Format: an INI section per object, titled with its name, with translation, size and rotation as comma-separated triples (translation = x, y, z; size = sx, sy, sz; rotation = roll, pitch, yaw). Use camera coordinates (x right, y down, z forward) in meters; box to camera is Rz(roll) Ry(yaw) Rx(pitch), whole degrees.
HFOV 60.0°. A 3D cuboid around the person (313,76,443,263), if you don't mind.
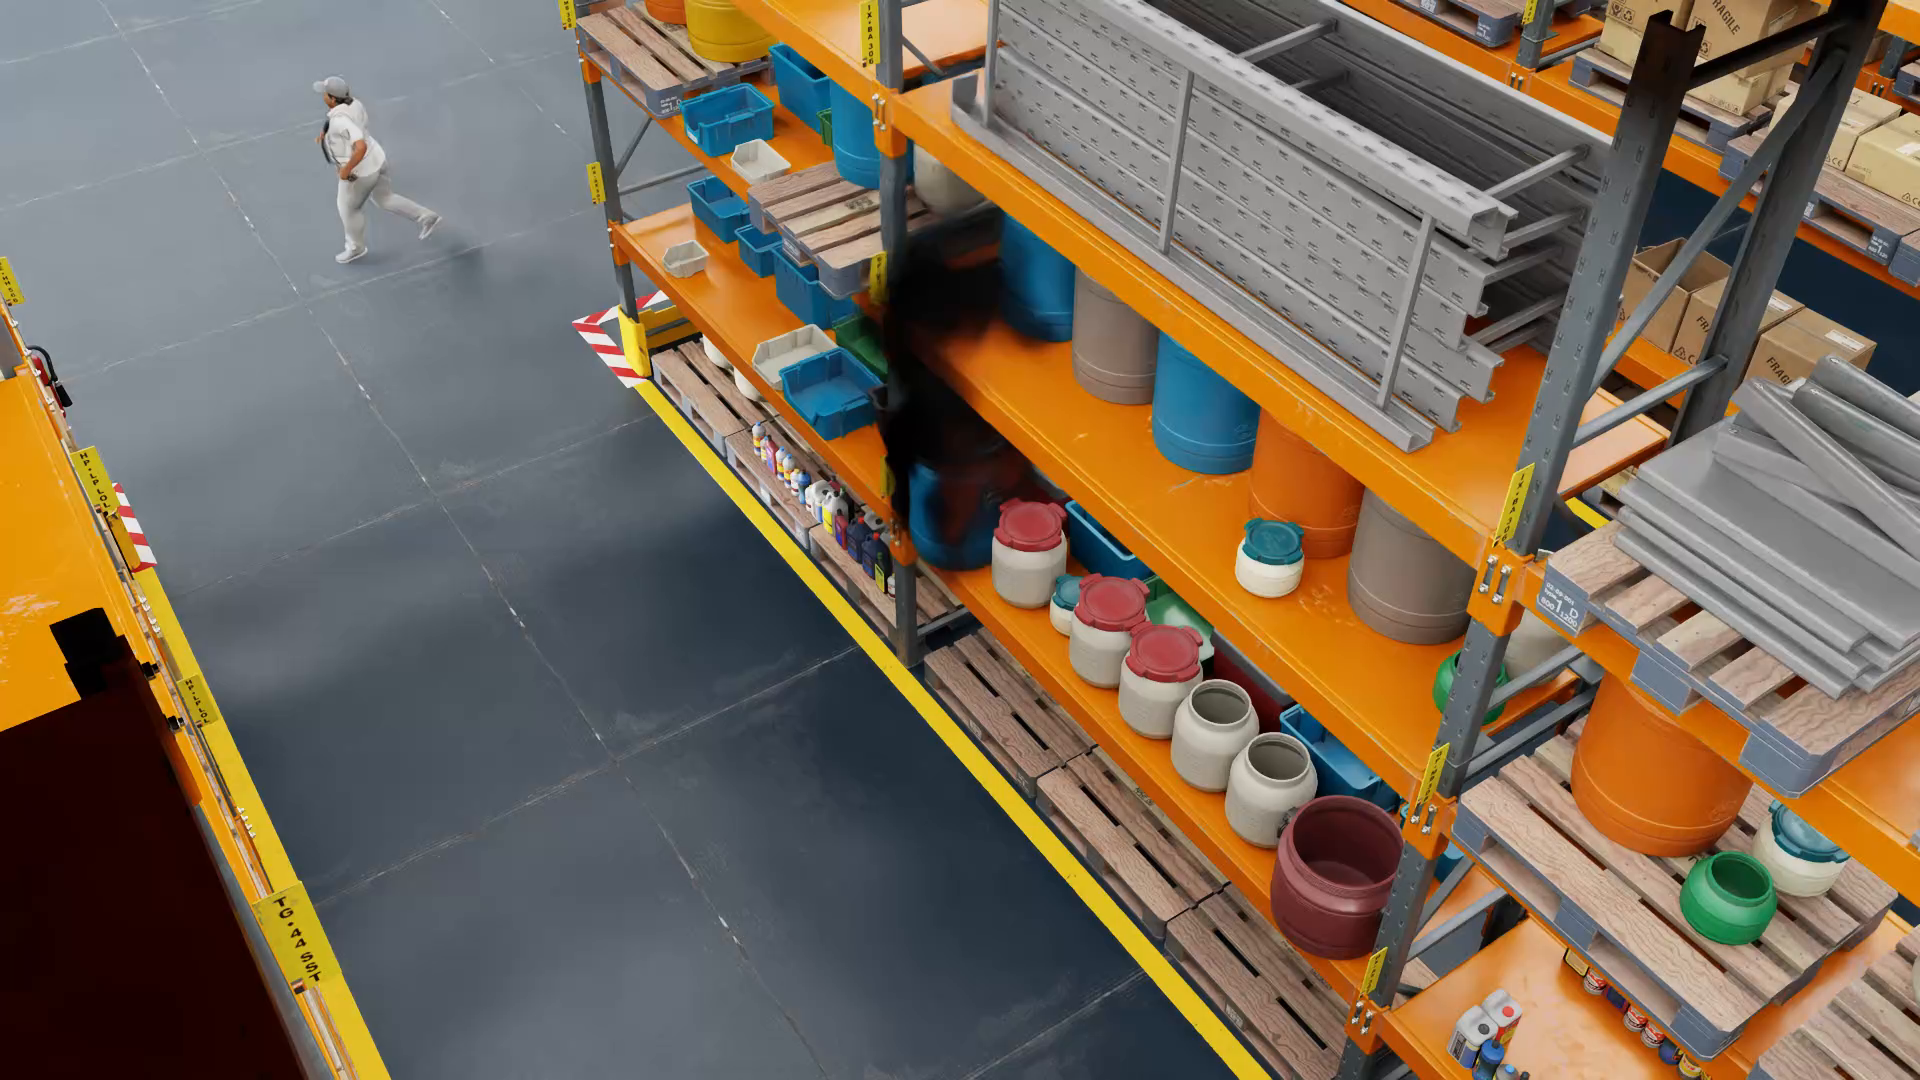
[person]
translation = -4.942, -3.074, 13.884
size = 0.934, 1.685, 0.615
rotation = 1, 43, 1
